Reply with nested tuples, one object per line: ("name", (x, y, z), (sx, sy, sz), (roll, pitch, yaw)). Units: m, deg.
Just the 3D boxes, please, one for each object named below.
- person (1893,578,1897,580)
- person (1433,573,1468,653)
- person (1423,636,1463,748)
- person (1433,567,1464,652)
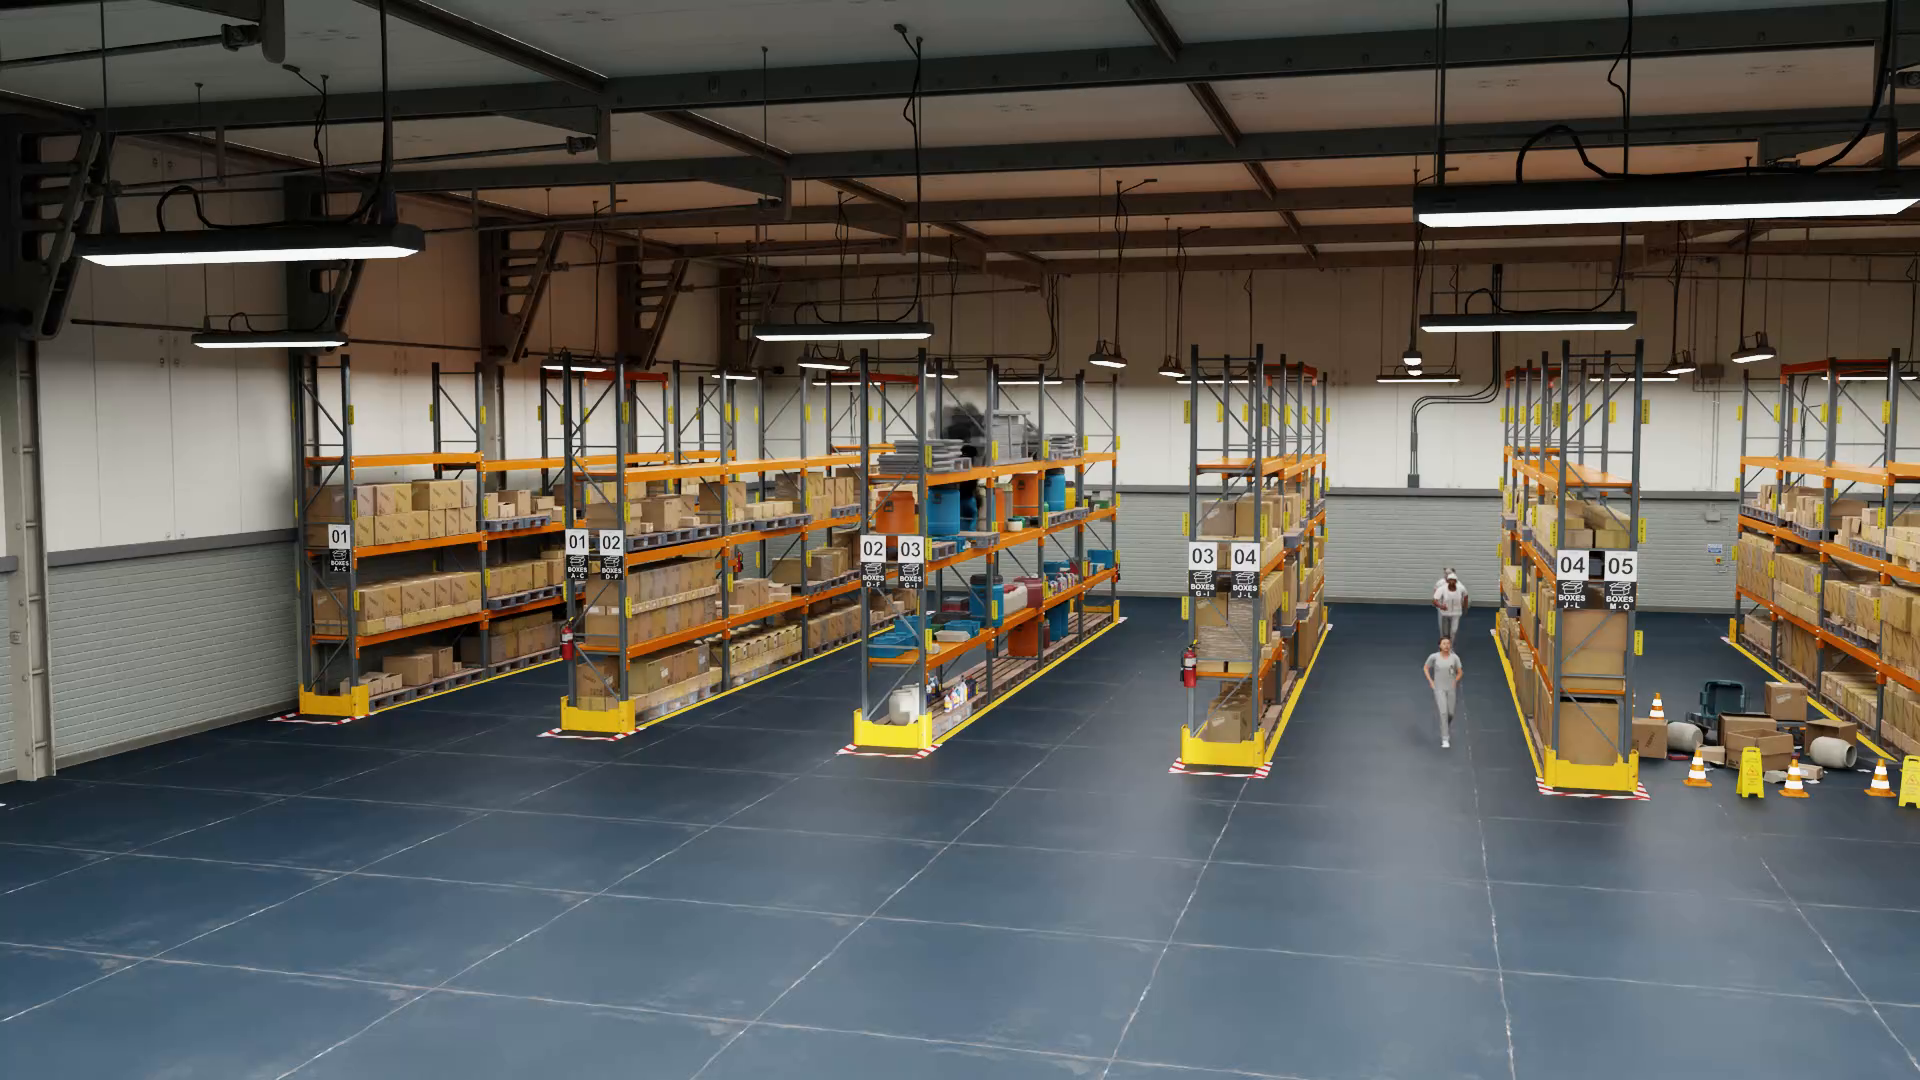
("person", (18.755, 1.654, 33.450), (0.622, 1.740, 0.879), (1, 4, 7))
("person", (10.124, 1.550, 34.330), (0.726, 1.758, 1.021), (1, 4, 10))
("person", (7.354, 2.282, 25.322), (0.574, 1.658, 0.752), (0, 4, 5))
("person", (10.411, 1.461, 35.428), (0.659, 1.810, 0.902), (1, 4, 18))
